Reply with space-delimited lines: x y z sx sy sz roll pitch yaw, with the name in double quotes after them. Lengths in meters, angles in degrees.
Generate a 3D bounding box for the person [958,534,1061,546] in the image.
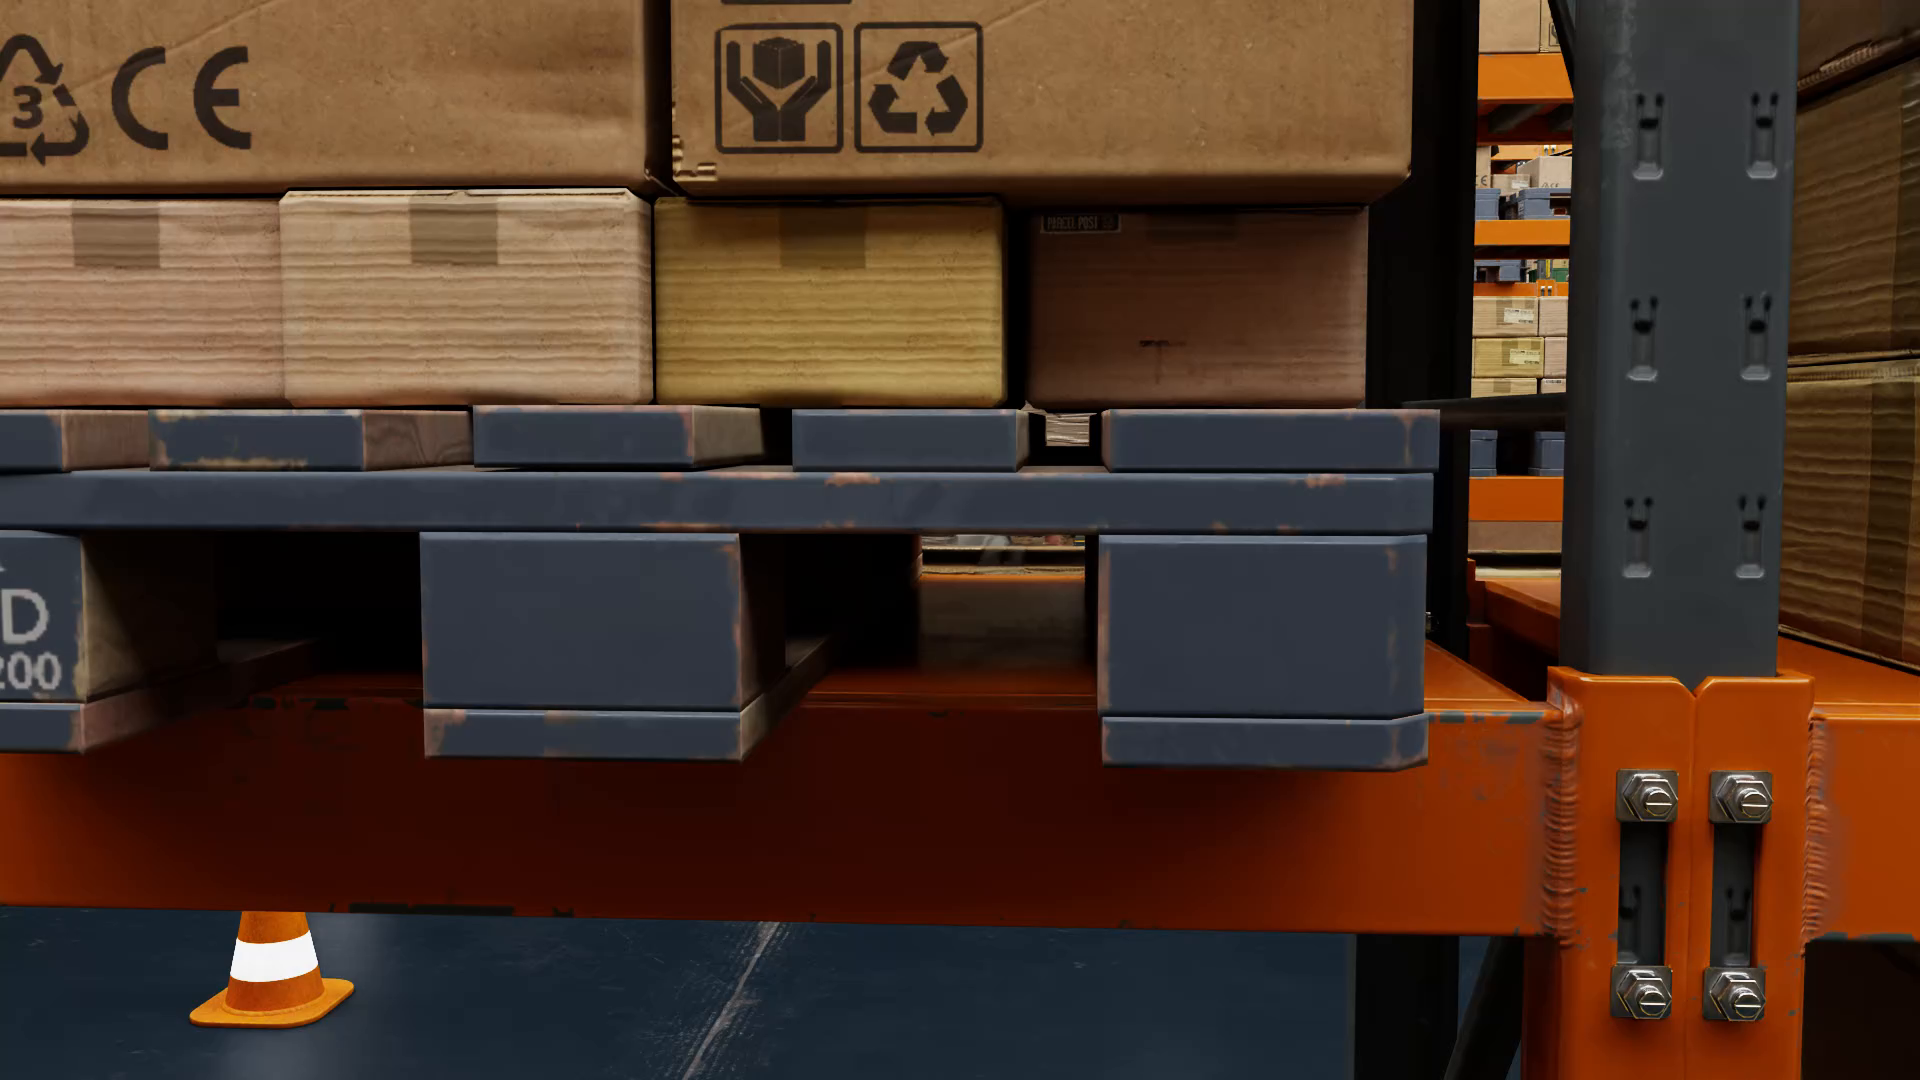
0.447 0.098 10.146 0.973 1.372 0.492 0 4 2 "person"
